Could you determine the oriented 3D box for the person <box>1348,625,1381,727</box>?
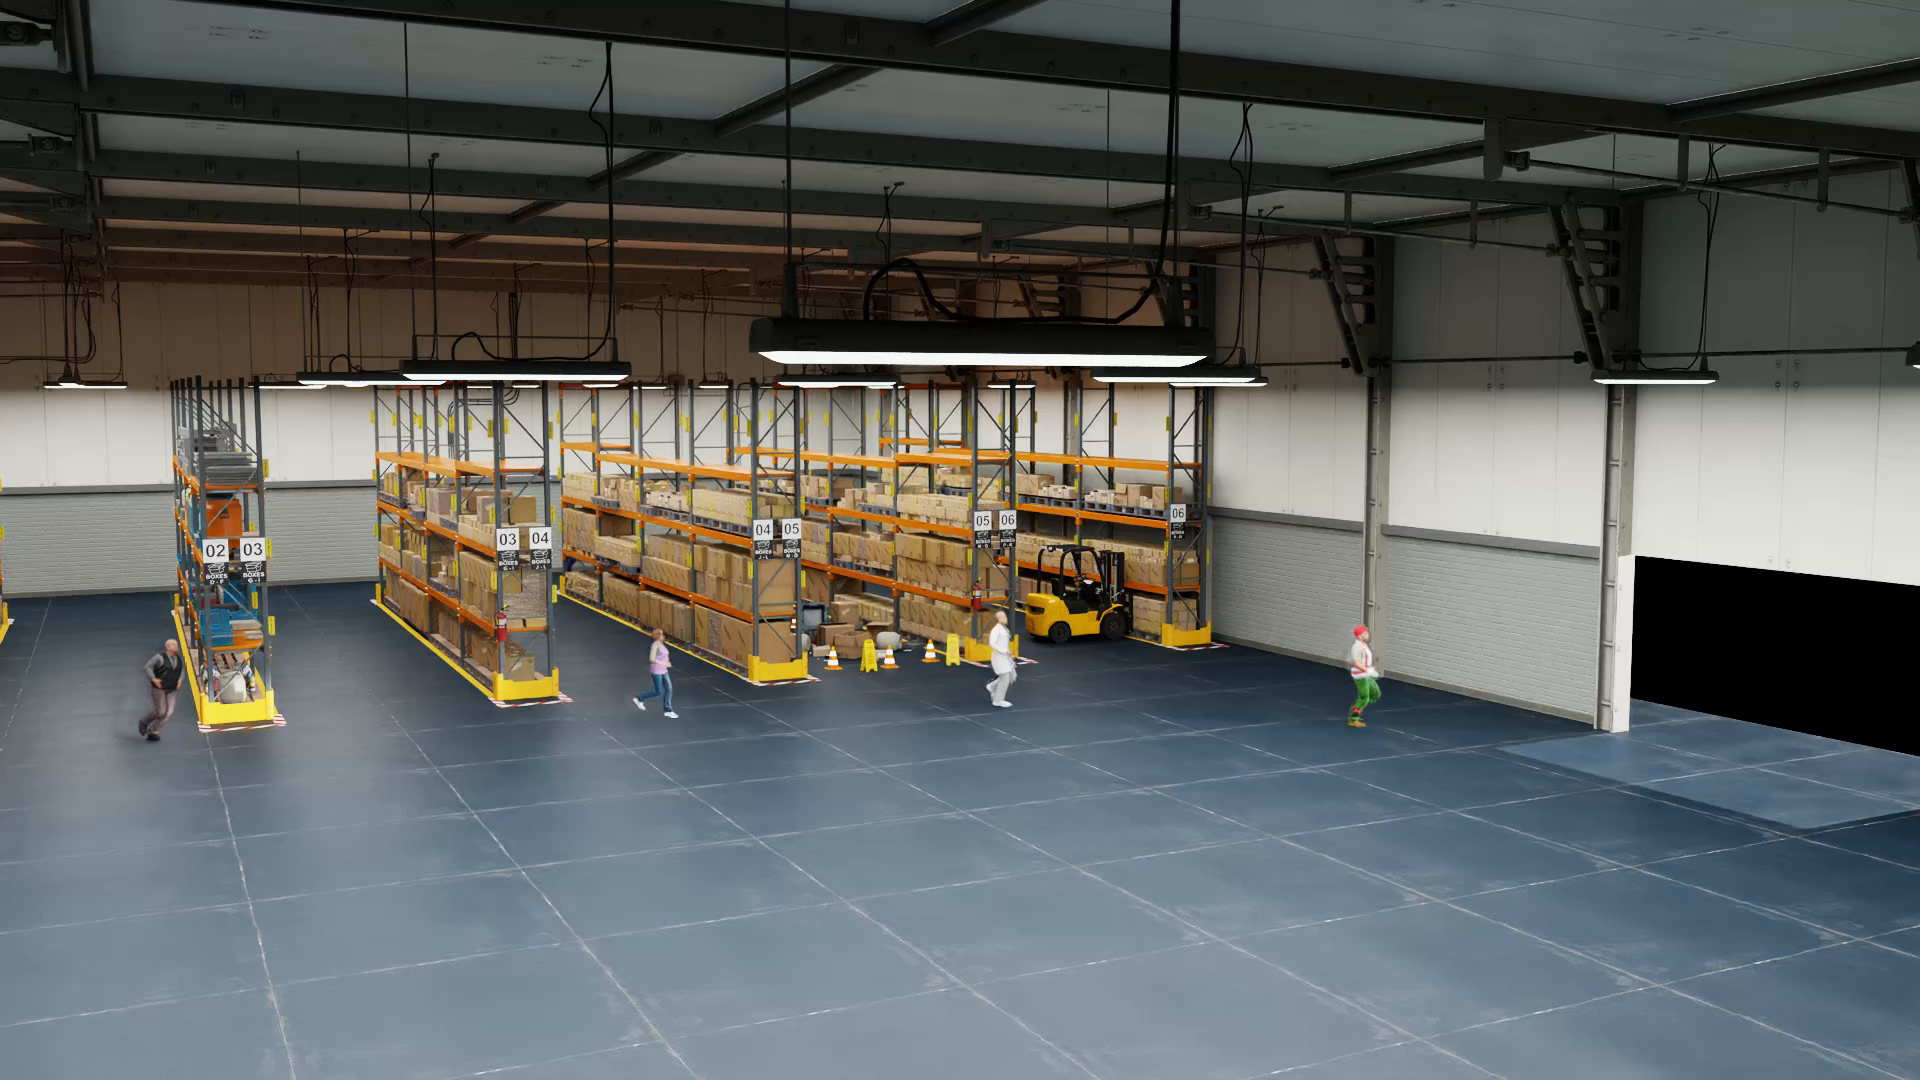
[{"bbox_3d":[6.918,2.325,28.423,0.530,1.742,0.670,2,6,24],"label":"person"}]

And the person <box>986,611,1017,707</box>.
[{"bbox_3d":[0.739,2.167,30.279,0.618,1.739,0.733,2,5,20],"label":"person"}]

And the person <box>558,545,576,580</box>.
[{"bbox_3d":[-11.401,0.602,48.477,0.584,1.706,0.701,4,7,40],"label":"person"}]

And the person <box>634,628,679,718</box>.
[{"bbox_3d":[-5.340,2.343,29.243,0.812,1.596,0.538,1,5,9],"label":"person"}]

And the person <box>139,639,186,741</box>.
[{"bbox_3d":[-13.166,2.474,27.533,0.587,1.612,0.717,3,6,33],"label":"person"}]
